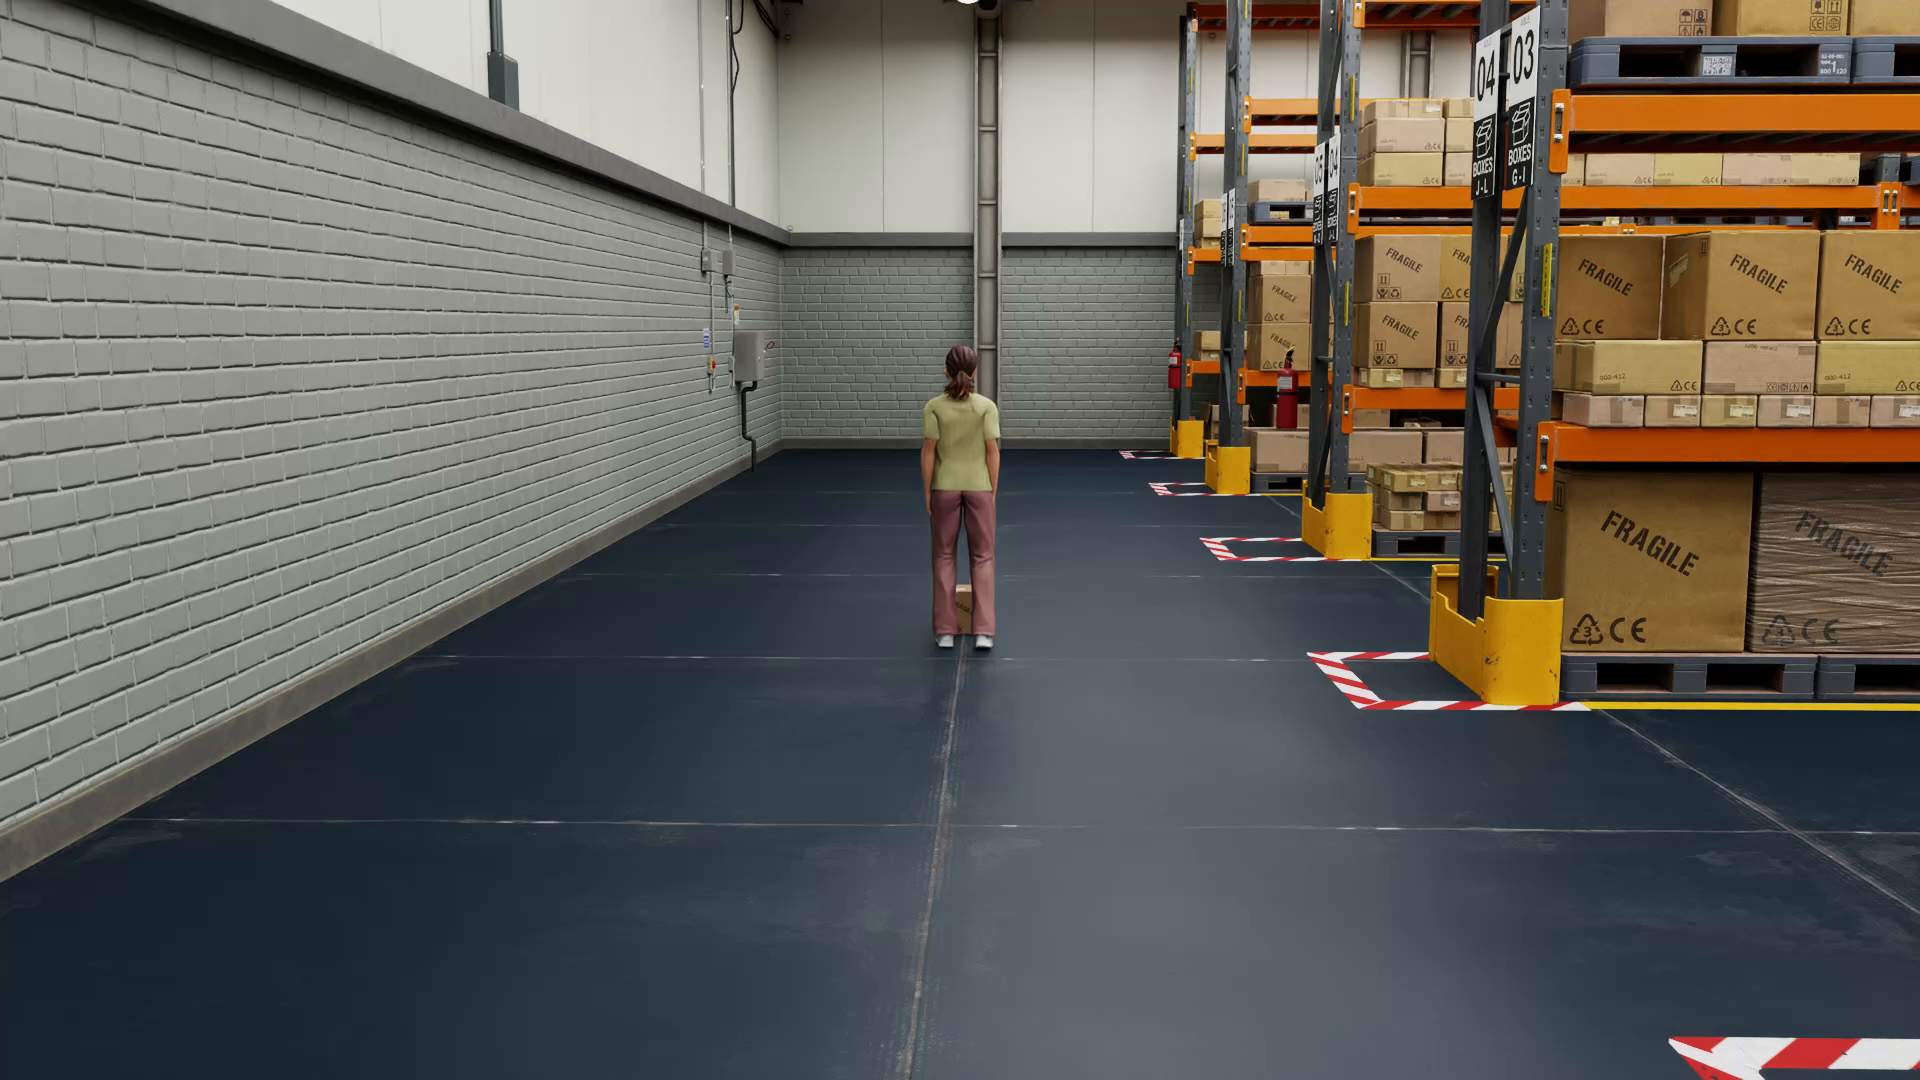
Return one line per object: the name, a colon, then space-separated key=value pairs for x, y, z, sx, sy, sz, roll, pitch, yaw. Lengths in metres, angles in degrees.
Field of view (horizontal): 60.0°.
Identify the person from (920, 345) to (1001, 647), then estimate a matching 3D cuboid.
person: x=0.004 y=-0.224 z=9.173 sx=0.441 sy=1.696 sz=0.370 roll=0 pitch=7 yaw=3
